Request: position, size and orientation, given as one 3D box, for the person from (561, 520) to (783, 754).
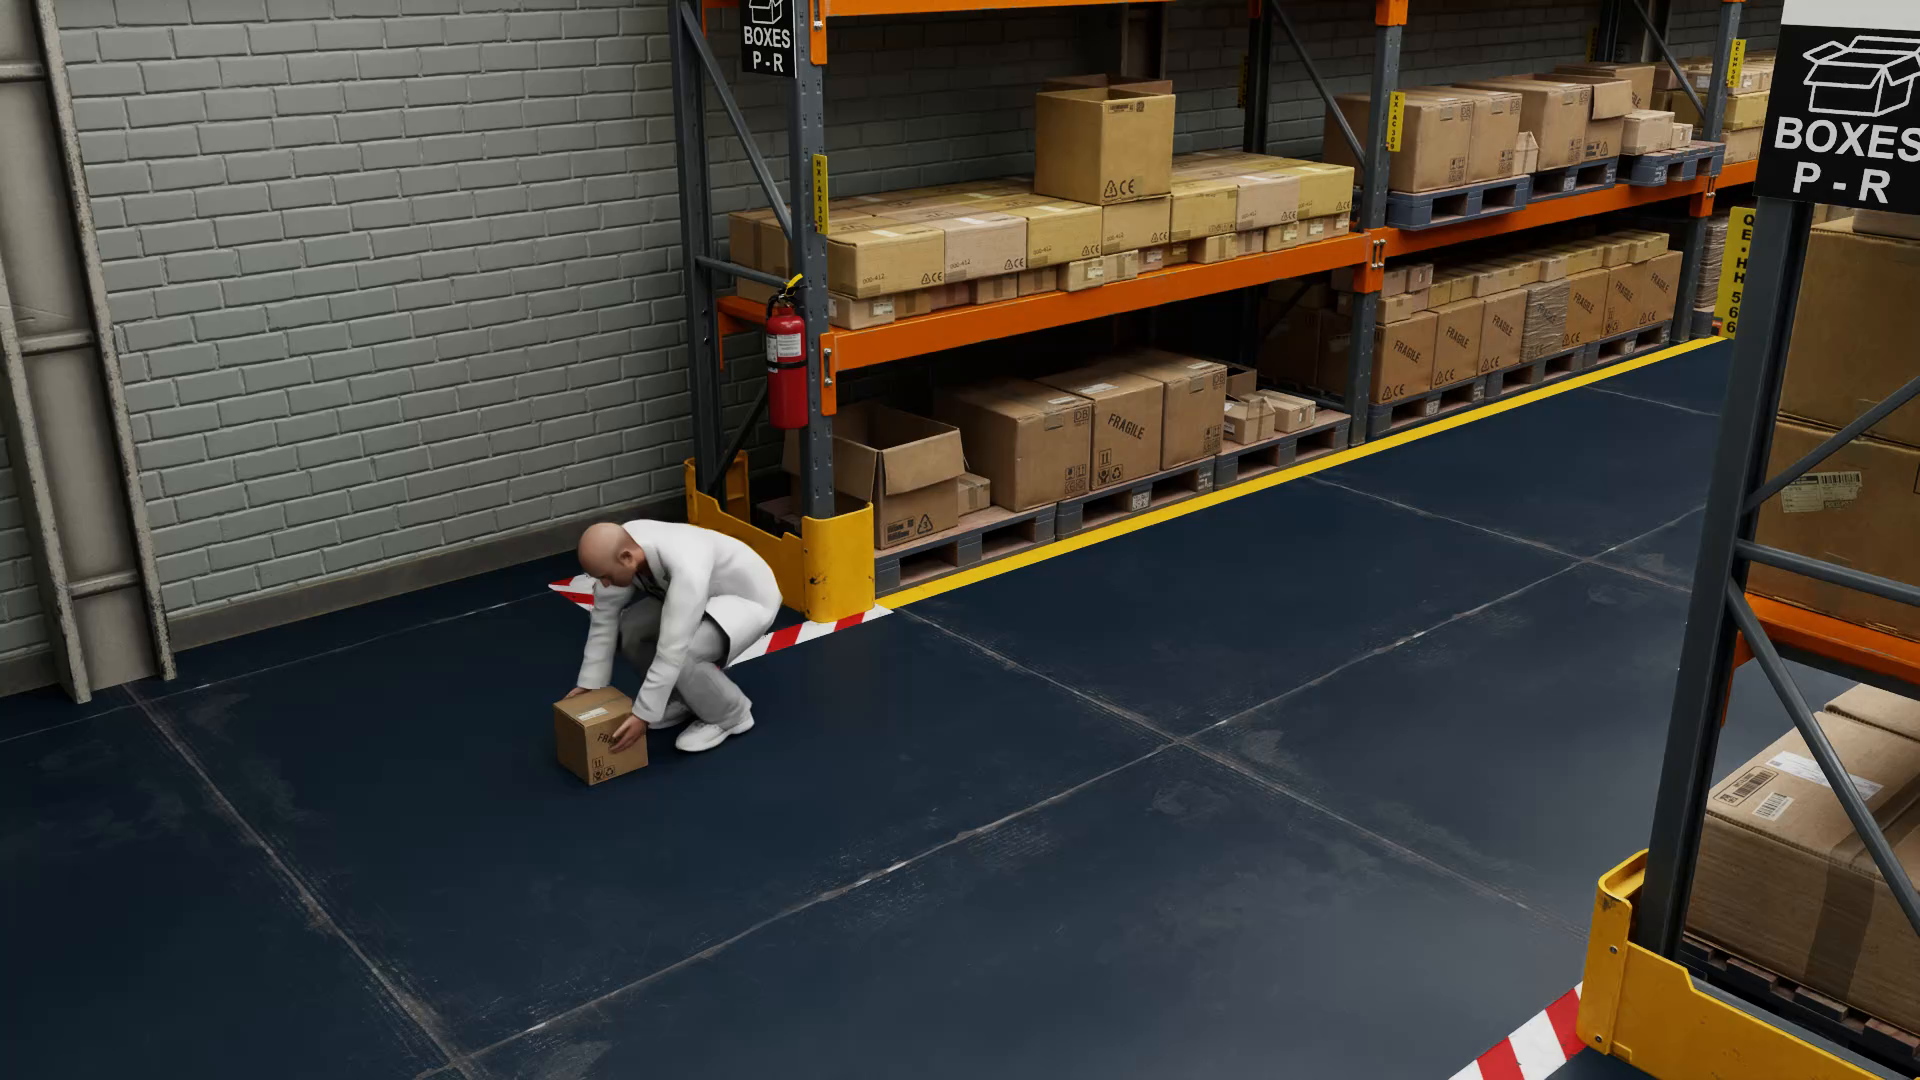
[{"bbox_3d":[-1.082,0.326,6.396,0.893,0.961,0.608,-17,27,-38],"label":"person"}]
